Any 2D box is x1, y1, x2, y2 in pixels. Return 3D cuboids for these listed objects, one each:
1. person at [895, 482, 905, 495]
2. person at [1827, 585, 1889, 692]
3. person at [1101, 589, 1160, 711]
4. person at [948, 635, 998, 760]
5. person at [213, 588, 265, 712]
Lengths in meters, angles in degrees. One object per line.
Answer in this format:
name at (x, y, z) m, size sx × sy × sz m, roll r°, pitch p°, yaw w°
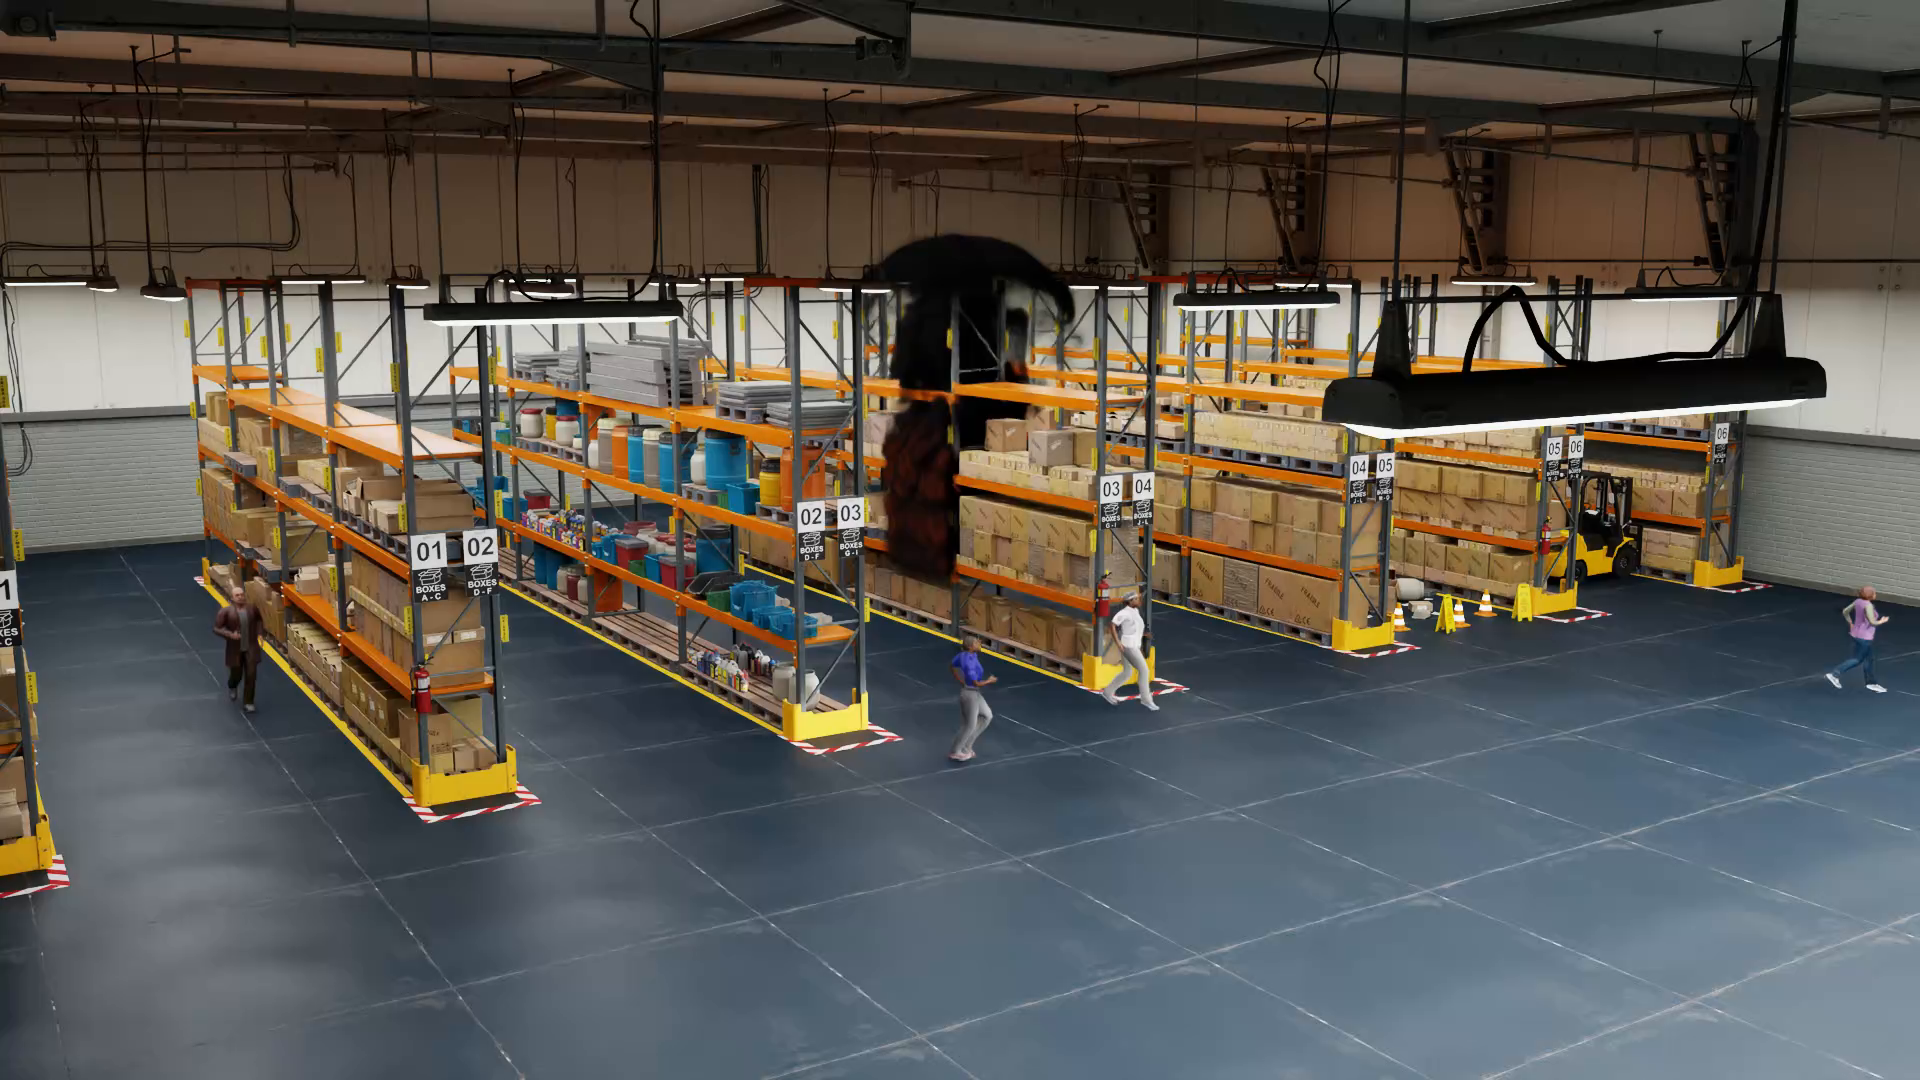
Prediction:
person at (-1.552, -1.695, 43.096) m, size 0.562 × 1.660 × 0.600 m, roll 9°, pitch 13°, yaw 42°
person at (13.240, 1.449, 24.452) m, size 0.859 × 1.597 × 0.565 m, roll 2°, pitch 10°, yaw 9°
person at (2.479, 1.545, 23.727) m, size 0.838 × 1.692 × 0.592 m, roll 3°, pitch 10°, yaw 17°
person at (0.166, 2.003, 21.167) m, size 0.640 × 1.635 × 0.561 m, roll 0°, pitch 10°, yaw -2°
person at (-10.217, 1.529, 23.628) m, size 0.718 × 1.746 × 0.833 m, roll -7°, pitch 12°, yaw -37°
